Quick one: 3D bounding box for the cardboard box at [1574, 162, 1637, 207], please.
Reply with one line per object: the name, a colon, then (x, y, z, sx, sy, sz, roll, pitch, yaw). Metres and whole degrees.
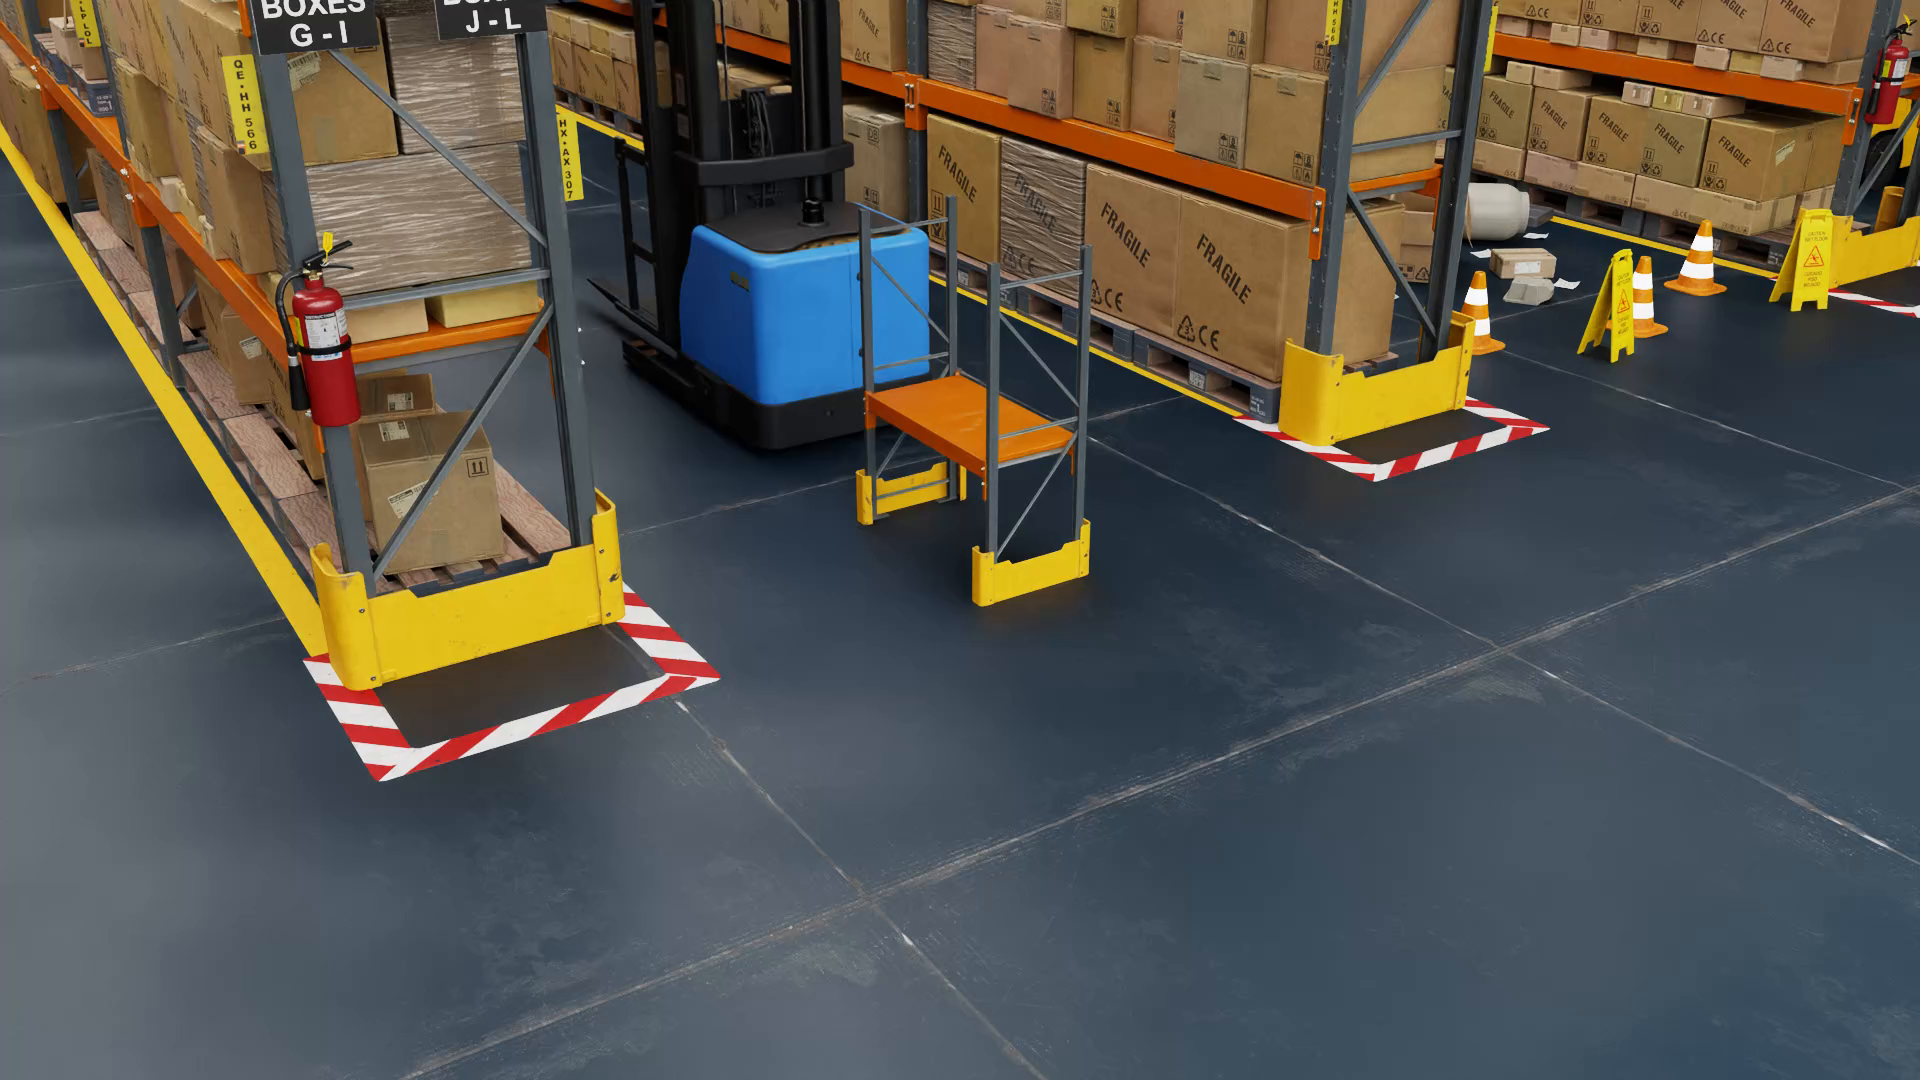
cardboard box: (5.129, -2.782, 12.858, 0.500, 0.250, 0.500, -17, 30, -31)

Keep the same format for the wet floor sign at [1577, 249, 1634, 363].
wet floor sign: (3.945, -1.433, 10.029, 0.267, 0.644, 0.232, -22, 33, -38)

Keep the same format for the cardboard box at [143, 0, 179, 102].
cardboard box: (-3.262, -2.235, 7.334, 0.500, 0.500, 0.500, -16, 29, -30)

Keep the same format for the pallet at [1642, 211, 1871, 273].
pallet: (5.907, -2.301, 12.377, 1.003, 0.211, 1.213, -16, 29, -30)

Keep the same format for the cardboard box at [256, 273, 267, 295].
cardboard box: (-2.708, -1.127, 6.917, 0.380, 0.149, 0.250, -16, 29, -30)

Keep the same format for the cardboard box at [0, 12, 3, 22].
cardboard box: (-7.902, -4.682, 14.038, 0.500, 0.500, 0.500, -16, 30, -31)

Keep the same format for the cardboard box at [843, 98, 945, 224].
cardboard box: (-0.327, -2.851, 12.418, 1.050, 0.750, 0.750, -16, 29, -30)

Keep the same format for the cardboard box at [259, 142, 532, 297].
cardboard box: (-2.218, -1.309, 6.544, 0.875, 0.500, 0.500, -16, 29, -30)

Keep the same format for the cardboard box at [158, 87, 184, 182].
cardboard box: (-3.329, -2.019, 8.048, 0.875, 0.500, 0.500, -16, 29, -30)

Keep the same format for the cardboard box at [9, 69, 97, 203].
cardboard box: (-6.667, -3.269, 13.157, 1.225, 0.875, 0.875, -17, 30, -32)

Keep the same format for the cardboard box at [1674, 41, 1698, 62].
cardboard box: (5.438, -3.577, 12.108, 0.380, 0.149, 0.250, -15, 29, -29)

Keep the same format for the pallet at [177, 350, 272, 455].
pallet: (-3.728, -0.864, 9.333, 1.003, 0.211, 1.213, -16, 29, -30)

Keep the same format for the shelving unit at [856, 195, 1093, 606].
shelving unit: (0.042, -0.651, 7.372, 0.587, 1.500, 1.083, -16, 29, -30)

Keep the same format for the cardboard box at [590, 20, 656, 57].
cardboard box: (-3.239, -4.853, 16.075, 0.500, 0.250, 0.500, -15, 29, -28)

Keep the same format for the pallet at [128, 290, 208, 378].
pallet: (-4.550, -1.374, 10.414, 1.003, 0.211, 1.213, -16, 29, -30)

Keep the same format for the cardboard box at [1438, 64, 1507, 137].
cardboard box: (4.275, -3.678, 13.879, 0.500, 0.500, 0.500, -14, 29, -27)

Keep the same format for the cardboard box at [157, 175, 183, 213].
cardboard box: (-3.727, -1.735, 8.206, 0.380, 0.149, 0.250, -16, 29, -30)

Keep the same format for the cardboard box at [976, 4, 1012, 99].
cardboard box: (0.617, -3.224, 10.890, 0.875, 0.550, 0.550, -16, 29, -30)

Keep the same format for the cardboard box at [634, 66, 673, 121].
cardboard box: (-2.675, -4.142, 15.446, 0.500, 0.500, 0.500, -16, 29, -30)

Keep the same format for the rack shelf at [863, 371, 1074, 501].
rack shelf: (0.047, -0.485, 7.442, 0.538, 0.185, 1.000, -16, 29, -30)

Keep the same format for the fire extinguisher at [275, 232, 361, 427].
fire extinguisher: (-2.264, -0.743, 5.901, 0.296, 0.674, 0.183, -16, 29, -30)

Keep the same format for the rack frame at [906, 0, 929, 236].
rack frame: (0.087, -3.477, 11.602, 1.000, 3.000, 0.127, -16, 29, -30)

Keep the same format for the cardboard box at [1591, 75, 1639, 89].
cardboard box: (5.285, -3.439, 13.373, 0.500, 0.500, 0.500, -14, 29, -27)

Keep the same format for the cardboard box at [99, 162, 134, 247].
cardboard box: (-5.612, -2.426, 11.788, 0.700, 0.500, 0.500, -18, 31, -34)

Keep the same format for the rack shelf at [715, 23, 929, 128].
rack shelf: (-1.005, -3.867, 13.270, 1.077, 0.370, 4.000, -16, 29, -30)

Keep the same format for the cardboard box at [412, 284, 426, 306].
cardboard box: (-2.017, -1.064, 6.785, 0.380, 0.149, 0.250, -16, 29, -30)

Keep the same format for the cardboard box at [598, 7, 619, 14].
cardboard box: (-3.393, -5.343, 17.111, 0.500, 0.250, 0.500, -14, 29, -27)

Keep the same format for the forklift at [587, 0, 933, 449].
forklift: (-1.355, -2.376, 9.349, 1.130, 2.935, 3.031, -15, 29, -29)

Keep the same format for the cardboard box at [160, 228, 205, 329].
cardboard box: (-4.441, -1.650, 10.145, 0.700, 0.500, 0.500, -18, 31, -33)

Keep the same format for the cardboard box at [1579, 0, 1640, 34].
cardboard box: (5.035, -4.091, 12.437, 0.500, 0.500, 0.500, -15, 29, -29)

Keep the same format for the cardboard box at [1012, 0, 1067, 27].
cardboard box: (0.837, -3.498, 10.206, 0.875, 0.550, 0.550, -16, 29, -30)

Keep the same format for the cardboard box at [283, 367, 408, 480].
cardboard box: (-2.948, -0.647, 8.044, 0.500, 0.500, 0.500, -13, 28, -25)

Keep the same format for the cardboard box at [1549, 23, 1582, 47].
cardboard box: (4.773, -3.906, 12.804, 0.380, 0.149, 0.250, -15, 29, -29)

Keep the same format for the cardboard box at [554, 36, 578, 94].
cardboard box: (-3.809, -4.883, 17.016, 0.500, 0.500, 0.500, -14, 29, -27)

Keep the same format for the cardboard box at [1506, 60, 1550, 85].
cardboard box: (4.575, -3.730, 13.227, 0.380, 0.149, 0.250, -14, 29, -28)

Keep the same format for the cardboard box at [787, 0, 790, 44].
cardboard box: (-0.974, -4.008, 12.609, 0.500, 0.500, 0.500, -15, 29, -29)

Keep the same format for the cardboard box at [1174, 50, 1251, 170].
cardboard box: (1.711, -2.428, 9.204, 0.875, 0.550, 0.550, -16, 29, -30)

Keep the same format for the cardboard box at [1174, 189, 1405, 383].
cardboard box: (1.845, -1.503, 9.416, 0.875, 0.875, 0.875, -15, 29, -29)

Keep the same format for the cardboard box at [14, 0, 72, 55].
cardboard box: (-6.785, -3.952, 12.491, 0.500, 0.500, 0.500, -15, 29, -28)

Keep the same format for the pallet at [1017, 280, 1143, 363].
pallet: (1.106, -1.489, 10.657, 1.003, 0.211, 1.213, -16, 29, -30)

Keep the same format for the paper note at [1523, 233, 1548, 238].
paper note: (4.369, -2.312, 12.612, 0.148, 0.019, 0.142, 18, 31, 33)

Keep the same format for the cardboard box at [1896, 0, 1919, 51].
cardboard box: (6.336, -3.650, 11.502, 0.500, 0.500, 0.500, -16, 30, -30)

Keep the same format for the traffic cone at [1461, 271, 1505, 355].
traffic cone: (3.170, -1.420, 10.216, 0.336, 0.463, 0.334, -16, 29, -30)

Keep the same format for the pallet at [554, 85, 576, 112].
pallet: (-3.854, -4.799, 17.669, 1.003, 0.211, 1.213, -16, 29, -30)

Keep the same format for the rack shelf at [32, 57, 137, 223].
rack shelf: (-5.216, -2.747, 10.899, 1.077, 0.370, 4.000, -16, 29, -30)

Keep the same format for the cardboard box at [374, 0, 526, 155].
cardboard box: (-2.012, -1.819, 6.452, 0.500, 0.500, 0.500, -16, 29, -30)

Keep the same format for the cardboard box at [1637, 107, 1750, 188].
cardboard box: (5.419, -2.933, 12.300, 0.500, 0.500, 0.500, -14, 29, -28)

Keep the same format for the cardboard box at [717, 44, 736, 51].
cardboard box: (-2.270, -4.609, 15.558, 0.500, 0.250, 0.500, -17, 30, -32)

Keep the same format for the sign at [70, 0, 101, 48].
sign: (-4.587, -2.750, 8.706, 0.100, 0.325, 0.005, -16, 29, -30)

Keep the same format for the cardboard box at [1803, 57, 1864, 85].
cardboard box: (5.979, -3.206, 11.322, 0.380, 0.149, 0.250, -14, 29, -28)

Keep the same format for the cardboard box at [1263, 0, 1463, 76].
cardboard box: (2.100, -2.744, 8.609, 0.875, 0.550, 0.550, -16, 29, -30)

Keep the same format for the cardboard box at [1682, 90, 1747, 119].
cardboard box: (5.450, -3.156, 12.013, 0.380, 0.149, 0.250, -15, 29, -28)

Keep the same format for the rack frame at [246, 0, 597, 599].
rack frame: (-1.941, -0.927, 6.199, 1.000, 3.000, 0.127, -16, 29, -30)

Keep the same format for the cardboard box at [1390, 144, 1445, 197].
cardboard box: (3.624, -2.837, 13.171, 0.500, 0.500, 0.500, 3, 25, 6)

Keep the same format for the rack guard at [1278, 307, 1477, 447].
rack guard: (2.283, -0.907, 9.086, 1.175, 0.500, 0.348, -16, 29, -30)
